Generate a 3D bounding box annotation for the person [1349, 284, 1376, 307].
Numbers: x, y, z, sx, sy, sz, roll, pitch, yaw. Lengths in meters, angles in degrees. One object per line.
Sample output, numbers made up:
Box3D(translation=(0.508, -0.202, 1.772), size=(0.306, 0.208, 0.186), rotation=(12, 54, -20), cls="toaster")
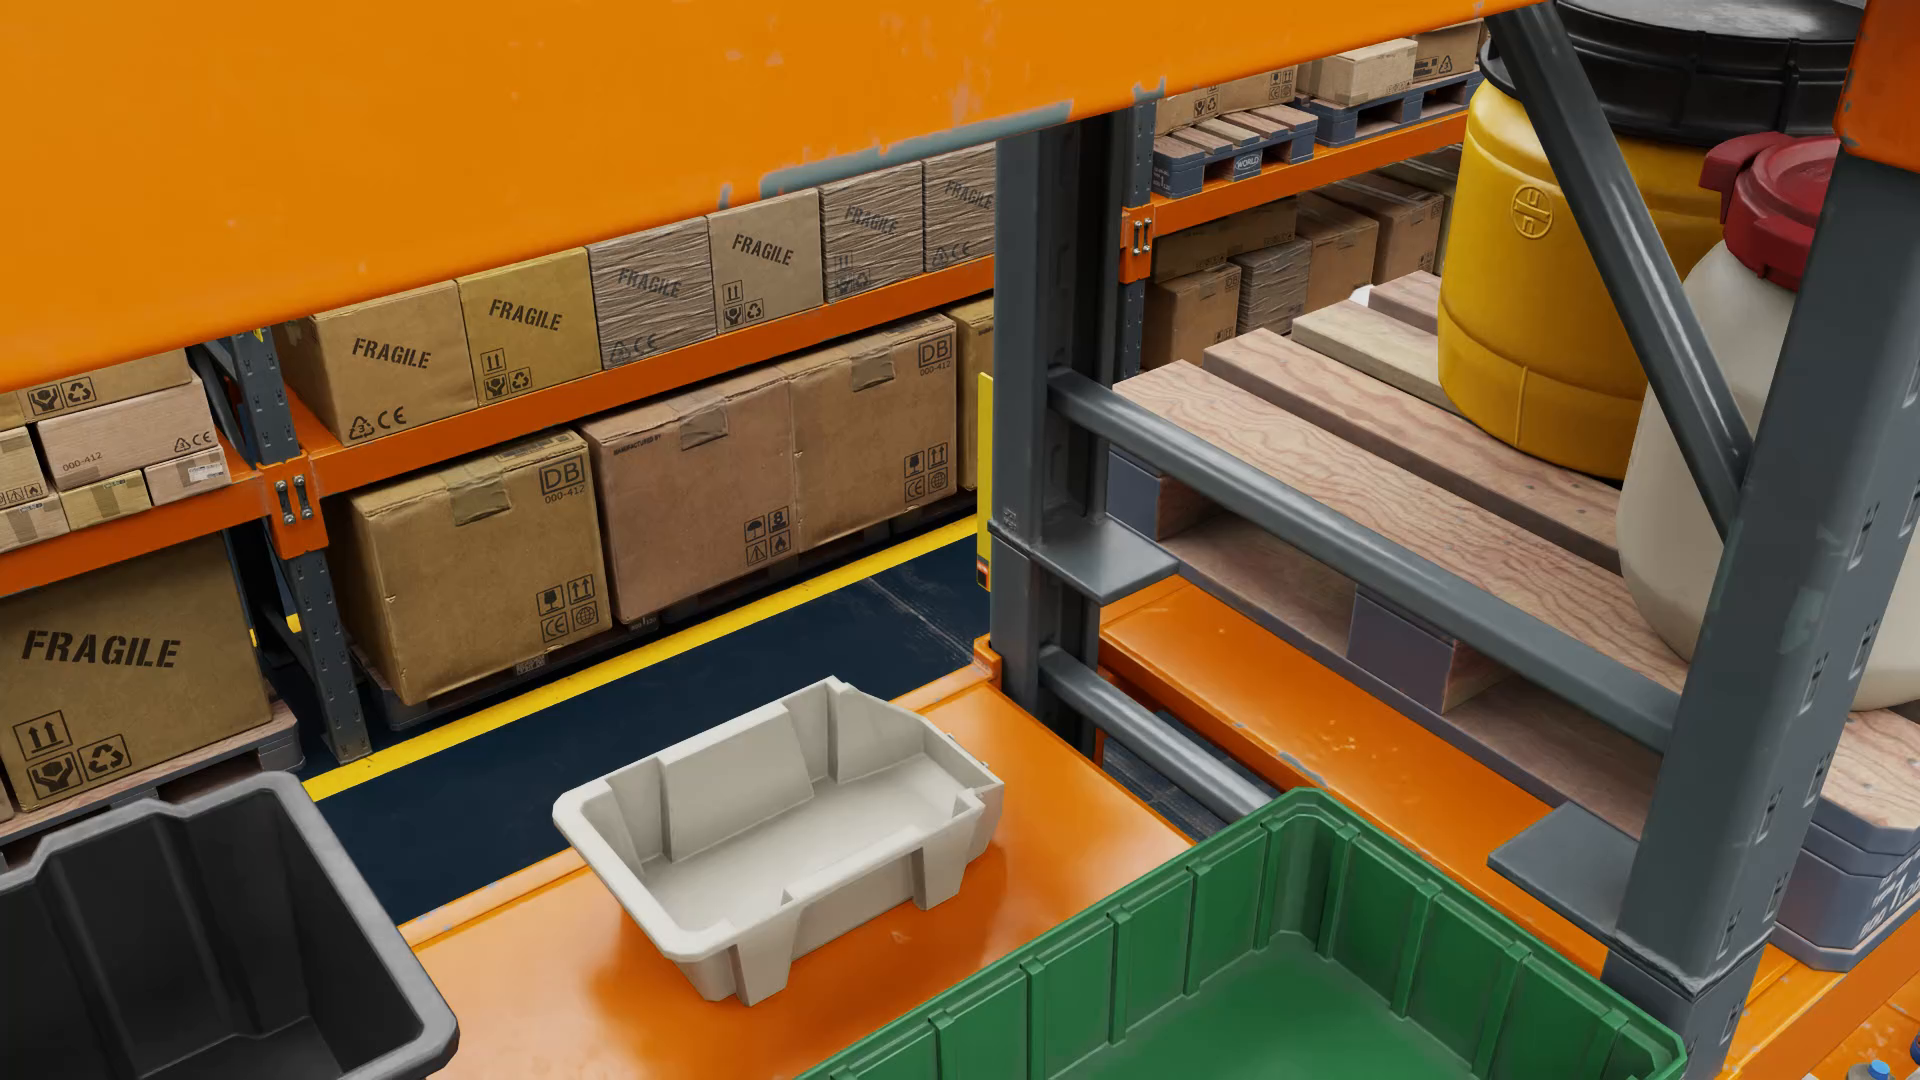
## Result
Box3D(translation=(1.511, -0.117, 6.312), size=(0.577, 1.779, 0.473), rotation=(-21, 38, -30), cls="person")
